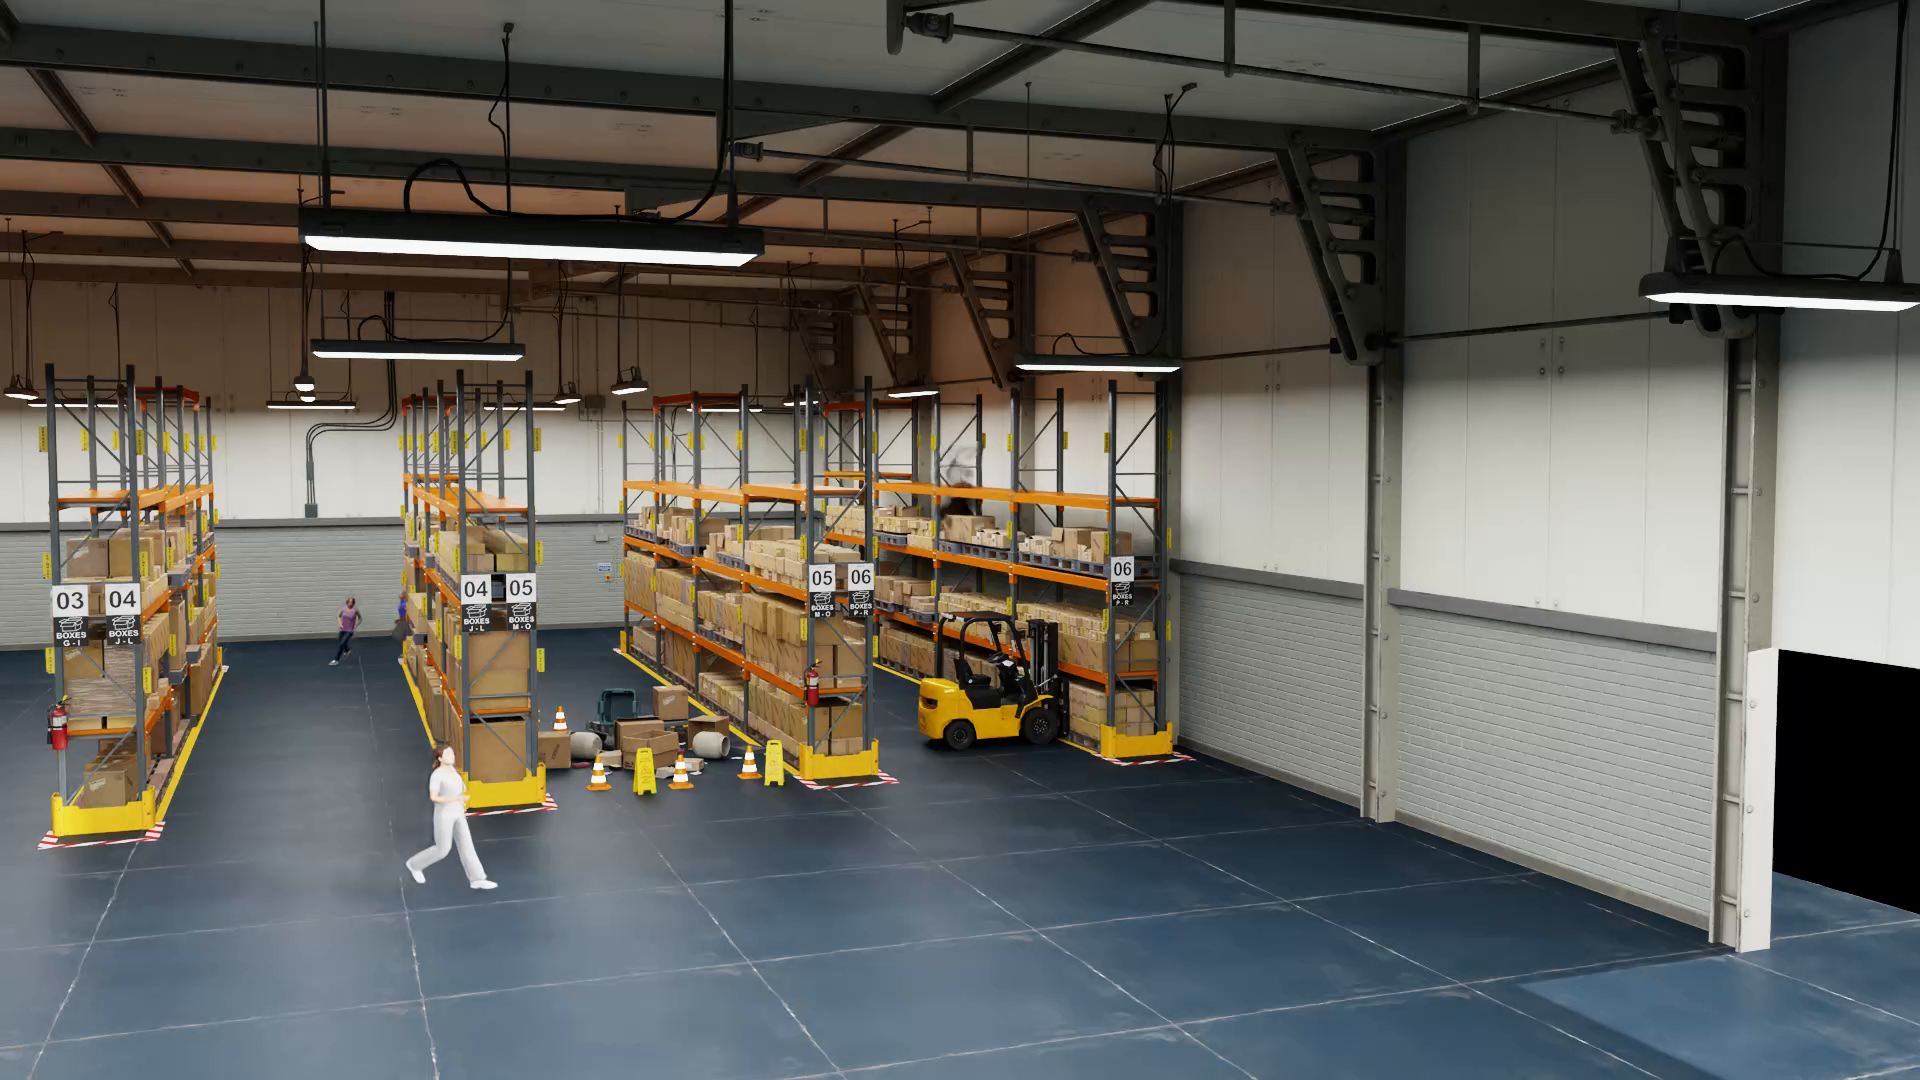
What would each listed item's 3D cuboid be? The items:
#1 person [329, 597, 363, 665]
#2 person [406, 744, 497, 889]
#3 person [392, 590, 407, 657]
[{"bbox_3d":[-13.837,2.041,37.637,0.611,1.524,0.825,0,3,4],"label":"person"},{"bbox_3d":[-5.648,3.063,18.466,1.076,1.611,0.582,1,4,18],"label":"person"},{"bbox_3d":[-12.970,1.952,38.837,0.502,1.594,0.599,-2,4,-34],"label":"person"}]
